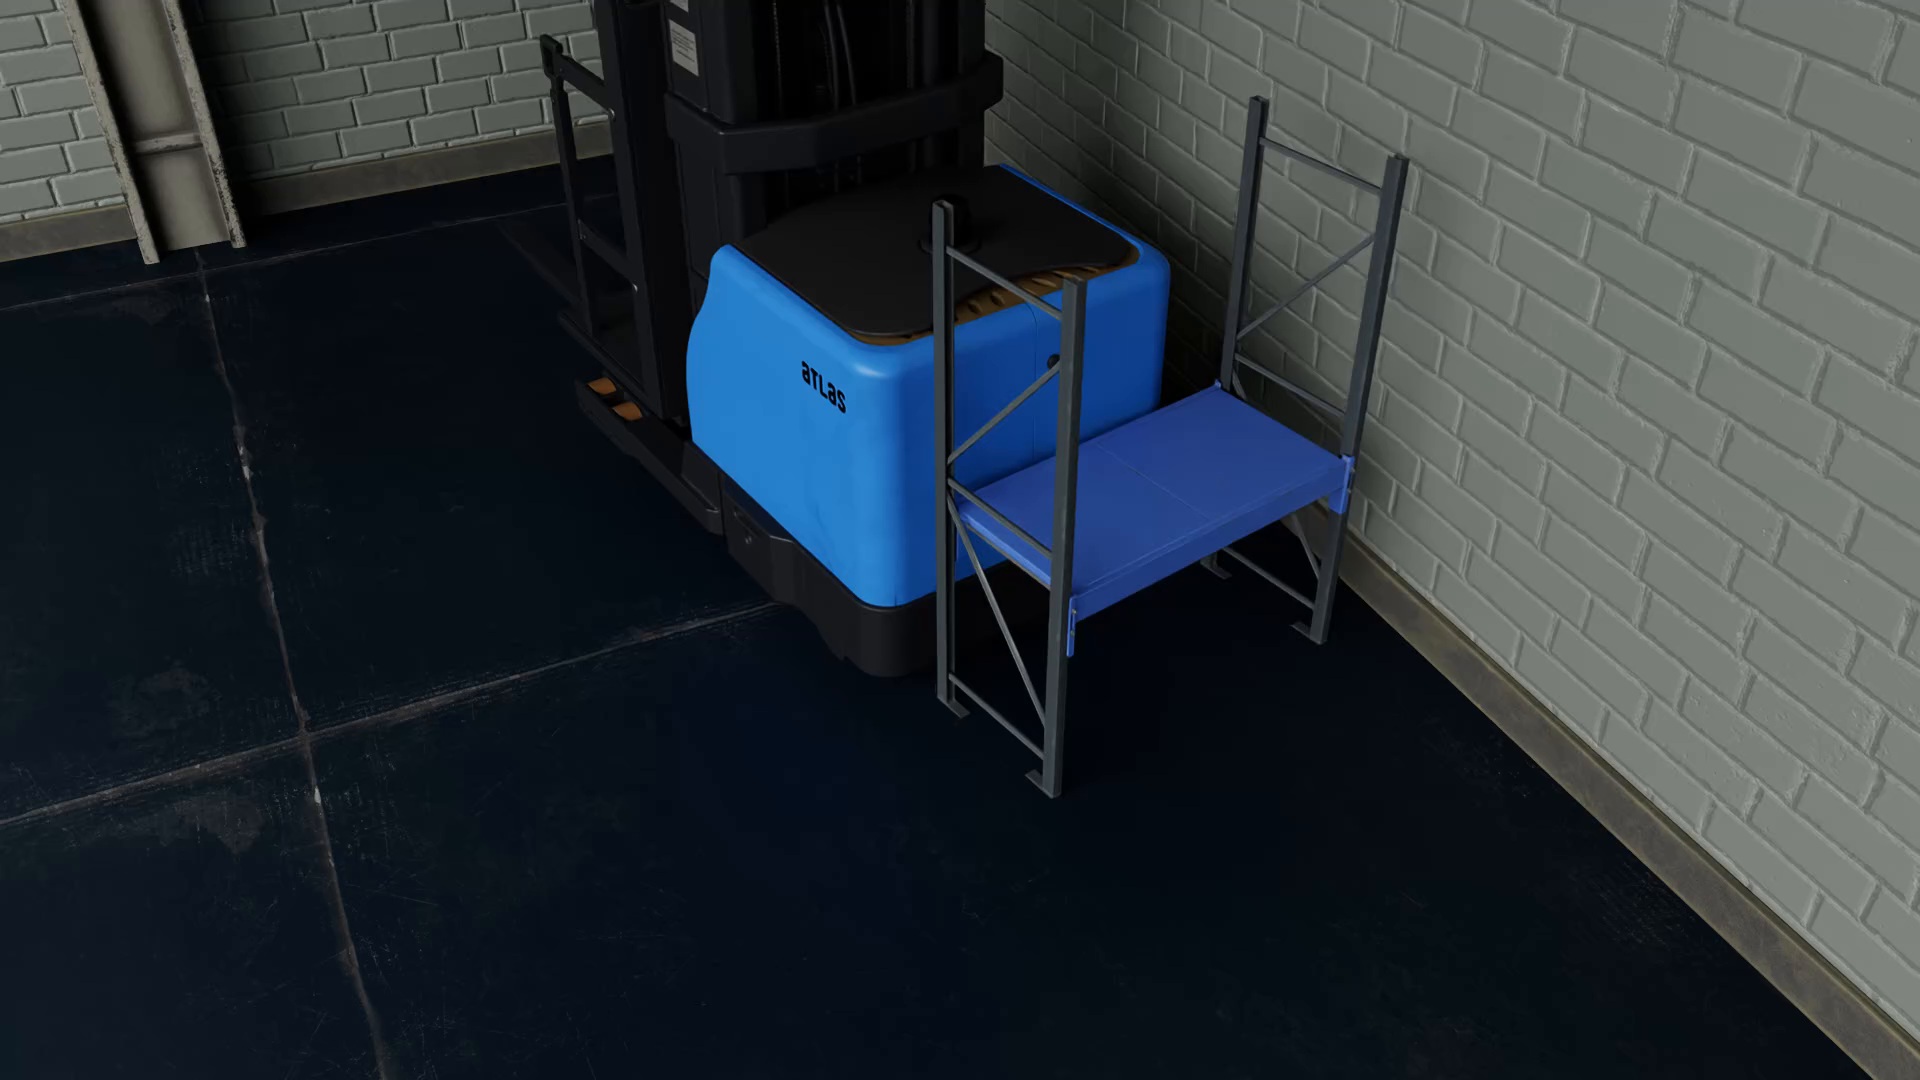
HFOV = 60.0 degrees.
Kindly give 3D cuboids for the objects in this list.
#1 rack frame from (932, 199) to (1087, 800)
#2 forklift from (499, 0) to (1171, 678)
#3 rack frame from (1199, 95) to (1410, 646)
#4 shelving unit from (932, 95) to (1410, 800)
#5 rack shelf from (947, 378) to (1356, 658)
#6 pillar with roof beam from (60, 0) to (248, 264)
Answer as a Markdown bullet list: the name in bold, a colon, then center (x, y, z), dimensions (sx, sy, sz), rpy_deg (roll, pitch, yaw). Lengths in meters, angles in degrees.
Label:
- **rack frame**: center (0.101, -0.048, 4.056), dimensions (0.032, 1.500, 0.500), rpy_deg (-25, 43, -29)
- **forklift**: center (-0.671, -1.628, 4.985), dimensions (1.130, 2.935, 3.031), rpy_deg (-23, 42, -28)
- **rack frame**: center (0.906, -0.418, 4.555), dimensions (0.032, 1.500, 0.500), rpy_deg (-25, 43, -29)
- **shelving unit**: center (0.503, -0.233, 4.305), dimensions (1.048, 1.500, 0.538), rpy_deg (-25, 43, -29)
- **rack shelf**: center (0.503, -0.089, 4.413), dimensions (1.000, 0.185, 0.538), rpy_deg (-25, 43, -29)
- **pillar with roof beam**: center (-1.367, -2.545, 1.128), dimensions (0.400, 9.000, 9.100), rpy_deg (-16, 39, -20)
